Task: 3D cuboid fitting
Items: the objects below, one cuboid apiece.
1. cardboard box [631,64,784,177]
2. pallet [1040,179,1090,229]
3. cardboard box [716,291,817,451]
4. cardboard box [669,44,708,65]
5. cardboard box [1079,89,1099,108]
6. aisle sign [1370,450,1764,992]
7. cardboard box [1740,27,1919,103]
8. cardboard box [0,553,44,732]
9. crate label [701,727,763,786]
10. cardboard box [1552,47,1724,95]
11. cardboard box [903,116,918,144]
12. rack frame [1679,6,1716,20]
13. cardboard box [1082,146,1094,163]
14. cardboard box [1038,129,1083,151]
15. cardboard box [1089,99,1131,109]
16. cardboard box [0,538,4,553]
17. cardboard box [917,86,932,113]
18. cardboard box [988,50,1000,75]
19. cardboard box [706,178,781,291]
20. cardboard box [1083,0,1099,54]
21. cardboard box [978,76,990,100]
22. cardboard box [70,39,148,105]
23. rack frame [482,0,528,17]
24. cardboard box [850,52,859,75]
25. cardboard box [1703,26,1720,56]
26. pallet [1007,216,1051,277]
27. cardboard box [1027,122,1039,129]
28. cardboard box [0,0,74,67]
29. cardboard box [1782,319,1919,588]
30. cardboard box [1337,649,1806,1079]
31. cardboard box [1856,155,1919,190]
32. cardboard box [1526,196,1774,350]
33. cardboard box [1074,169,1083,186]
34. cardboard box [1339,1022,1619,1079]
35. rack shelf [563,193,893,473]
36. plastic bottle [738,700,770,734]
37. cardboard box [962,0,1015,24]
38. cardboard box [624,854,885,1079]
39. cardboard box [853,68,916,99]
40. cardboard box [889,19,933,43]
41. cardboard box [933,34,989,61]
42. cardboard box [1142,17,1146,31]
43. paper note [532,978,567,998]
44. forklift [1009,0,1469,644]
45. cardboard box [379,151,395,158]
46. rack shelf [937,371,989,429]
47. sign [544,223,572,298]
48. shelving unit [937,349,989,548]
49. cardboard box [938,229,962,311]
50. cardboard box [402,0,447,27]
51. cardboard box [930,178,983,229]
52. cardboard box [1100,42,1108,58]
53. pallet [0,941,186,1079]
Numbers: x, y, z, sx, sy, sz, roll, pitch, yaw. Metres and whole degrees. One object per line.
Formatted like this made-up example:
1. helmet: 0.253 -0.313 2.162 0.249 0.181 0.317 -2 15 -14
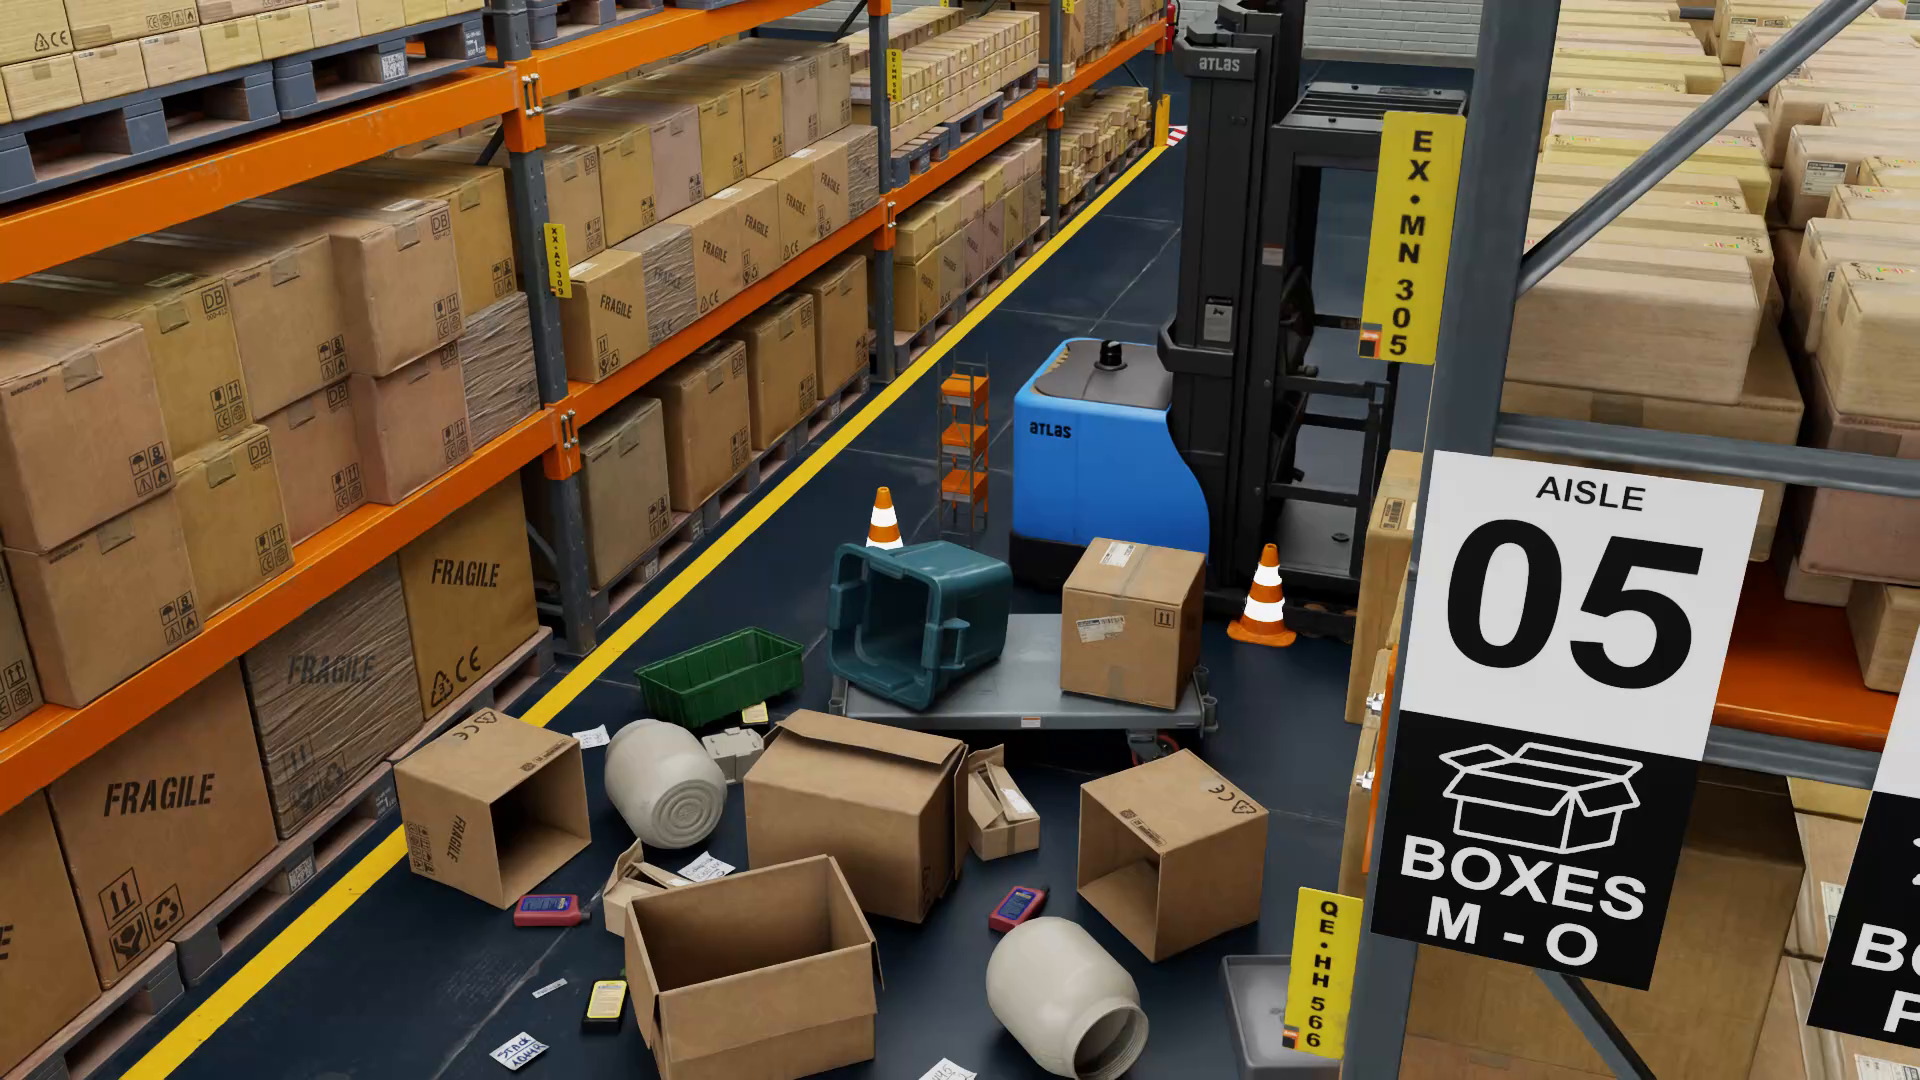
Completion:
1. cardboard box: -1.436 -2.405 9.513 0.700 0.500 0.500 8 27 17
2. pallet: 0.580 -3.182 15.580 1.003 0.211 1.213 9 27 17
3. cardboard box: -1.517 -1.092 10.162 1.050 0.750 0.750 9 27 18
4. cardboard box: -3.363 -5.145 18.390 0.875 0.875 0.875 9 27 17
5. cardboard box: 1.247 -4.677 17.574 0.380 0.149 0.250 9 27 18
6. aisle sign: 0.804 0.265 2.277 0.394 0.787 0.004 9 27 17
7. cardboard box: 2.197 -1.196 4.209 0.380 0.149 0.250 8 27 16
8. cardboard box: -3.361 0.320 4.976 0.875 0.550 0.550 9 27 17
9. crate label: -0.984 0.927 7.178 0.298 0.136 0.250 -9 27 -18
10. cardboard box: 1.577 -1.055 3.918 0.380 0.149 0.250 9 27 18
11. cardboard box: -0.513 -2.853 11.507 0.380 0.149 0.250 10 28 20
12. rack frame: 2.429 -2.892 4.897 1.000 3.000 0.127 9 27 17
13. cardboard box: 1.065 -3.741 15.982 0.380 0.149 0.250 10 28 20
14. cardboard box: 0.950 -3.767 15.695 0.380 0.149 0.250 8 27 16
15. cardboard box: 1.533 -4.402 17.007 0.380 0.149 0.250 8 27 15
16. cardboard box: -3.348 -0.164 4.736 0.875 0.550 0.550 9 27 17
17. cardboard box: -0.417 -3.113 11.703 0.380 0.149 0.250 8 27 16
18. cardboard box: 0.097 -3.744 13.005 0.380 0.149 0.250 7 27 15
19. cardboard box: -1.339 -1.712 9.228 0.500 0.500 0.500 9 27 18
20. cardboard box: 0.950 -4.706 15.072 0.500 0.500 0.500 9 27 17
21. cardboard box: 0.013 -3.504 12.852 0.380 0.149 0.250 10 28 20
22. cardboard box: -2.683 -1.413 4.977 0.380 0.149 0.250 9 27 18
23. rack frame: -2.273 -3.568 6.294 1.000 3.000 0.127 9 27 17
24. cardboard box: -0.953 -3.445 12.046 0.380 0.149 0.250 10 27 19
25. cardboard box: 2.535 -1.387 5.062 0.500 0.250 0.500 8 27 17
26. pallet: 0.132 -2.581 14.338 1.003 0.211 1.213 9 27 17
27. cardboard box: 0.549 -3.948 16.068 0.380 0.149 0.250 7 27 15
28. cardboard box: -2.866 -1.452 4.600 0.500 0.250 0.500 9 27 17
29. cardboard box: 1.516 -0.133 2.471 0.500 0.250 0.500 8 27 17
30. cardboard box: 1.062 0.581 3.004 0.700 0.500 0.500 8 27 16
31. cardboard box: 1.772 -0.553 2.881 0.380 0.149 0.250 9 27 17
32. cardboard box: 1.054 -0.426 2.620 0.380 0.149 0.250 9 27 18
33. cardboard box: 0.936 -3.384 15.586 0.380 0.149 0.250 9 27 17
34. cardboard box: 1.019 1.010 3.266 0.500 0.500 0.500 8 27 17
35. rack shelf: -1.607 -1.366 9.456 1.077 0.370 4.000 9 27 17
36. plastic bottle: -0.941 0.787 7.555 0.133 0.061 0.283 -5 26 -9
37. cardboard box: 0.284 -4.575 14.800 0.500 0.500 0.500 9 27 18
38. cardboard box: -0.705 1.486 5.603 0.797 0.503 0.637 -9 27 -18
39. cardboard box: -0.518 -3.128 11.393 0.380 0.149 0.250 8 27 16
40. cardboard box: -0.436 -4.082 13.362 0.380 0.149 0.250 8 27 17
41. cardboard box: 0.005 -3.771 12.720 0.380 0.149 0.250 8 27 15
42. cardboard box: 1.691 -5.310 17.063 0.380 0.149 0.250 8 27 17
43. paper note: -1.463 1.599 5.935 0.123 0.001 0.032 -20 33 -36
44. forklift: 1.831 -1.067 8.091 3.031 2.935 1.130 9 27 17
45. cardboard box: -5.336 -2.786 13.519 1.225 0.875 0.875 7 27 15
46. rack shelf: 0.018 -0.740 8.948 0.215 0.259 0.240 9 27 17
47. sign: -1.749 -1.214 7.231 0.100 0.325 0.005 9 27 17
48. shelving unit: 0.018 -0.495 9.067 0.215 1.050 0.252 9 27 17
49. cardboard box: -0.302 -2.037 12.401 0.500 0.500 0.500 9 27 18
50. cardboard box: -2.176 -2.040 6.270 0.380 0.149 0.250 9 27 18
51. cardboard box: -0.138 -2.572 12.646 0.500 0.250 0.500 9 27 18
52. cardboard box: 1.185 -4.660 15.721 0.380 0.149 0.250 10 28 20
53. pallet: -3.411 1.691 5.516 1.003 0.211 1.213 9 27 17
